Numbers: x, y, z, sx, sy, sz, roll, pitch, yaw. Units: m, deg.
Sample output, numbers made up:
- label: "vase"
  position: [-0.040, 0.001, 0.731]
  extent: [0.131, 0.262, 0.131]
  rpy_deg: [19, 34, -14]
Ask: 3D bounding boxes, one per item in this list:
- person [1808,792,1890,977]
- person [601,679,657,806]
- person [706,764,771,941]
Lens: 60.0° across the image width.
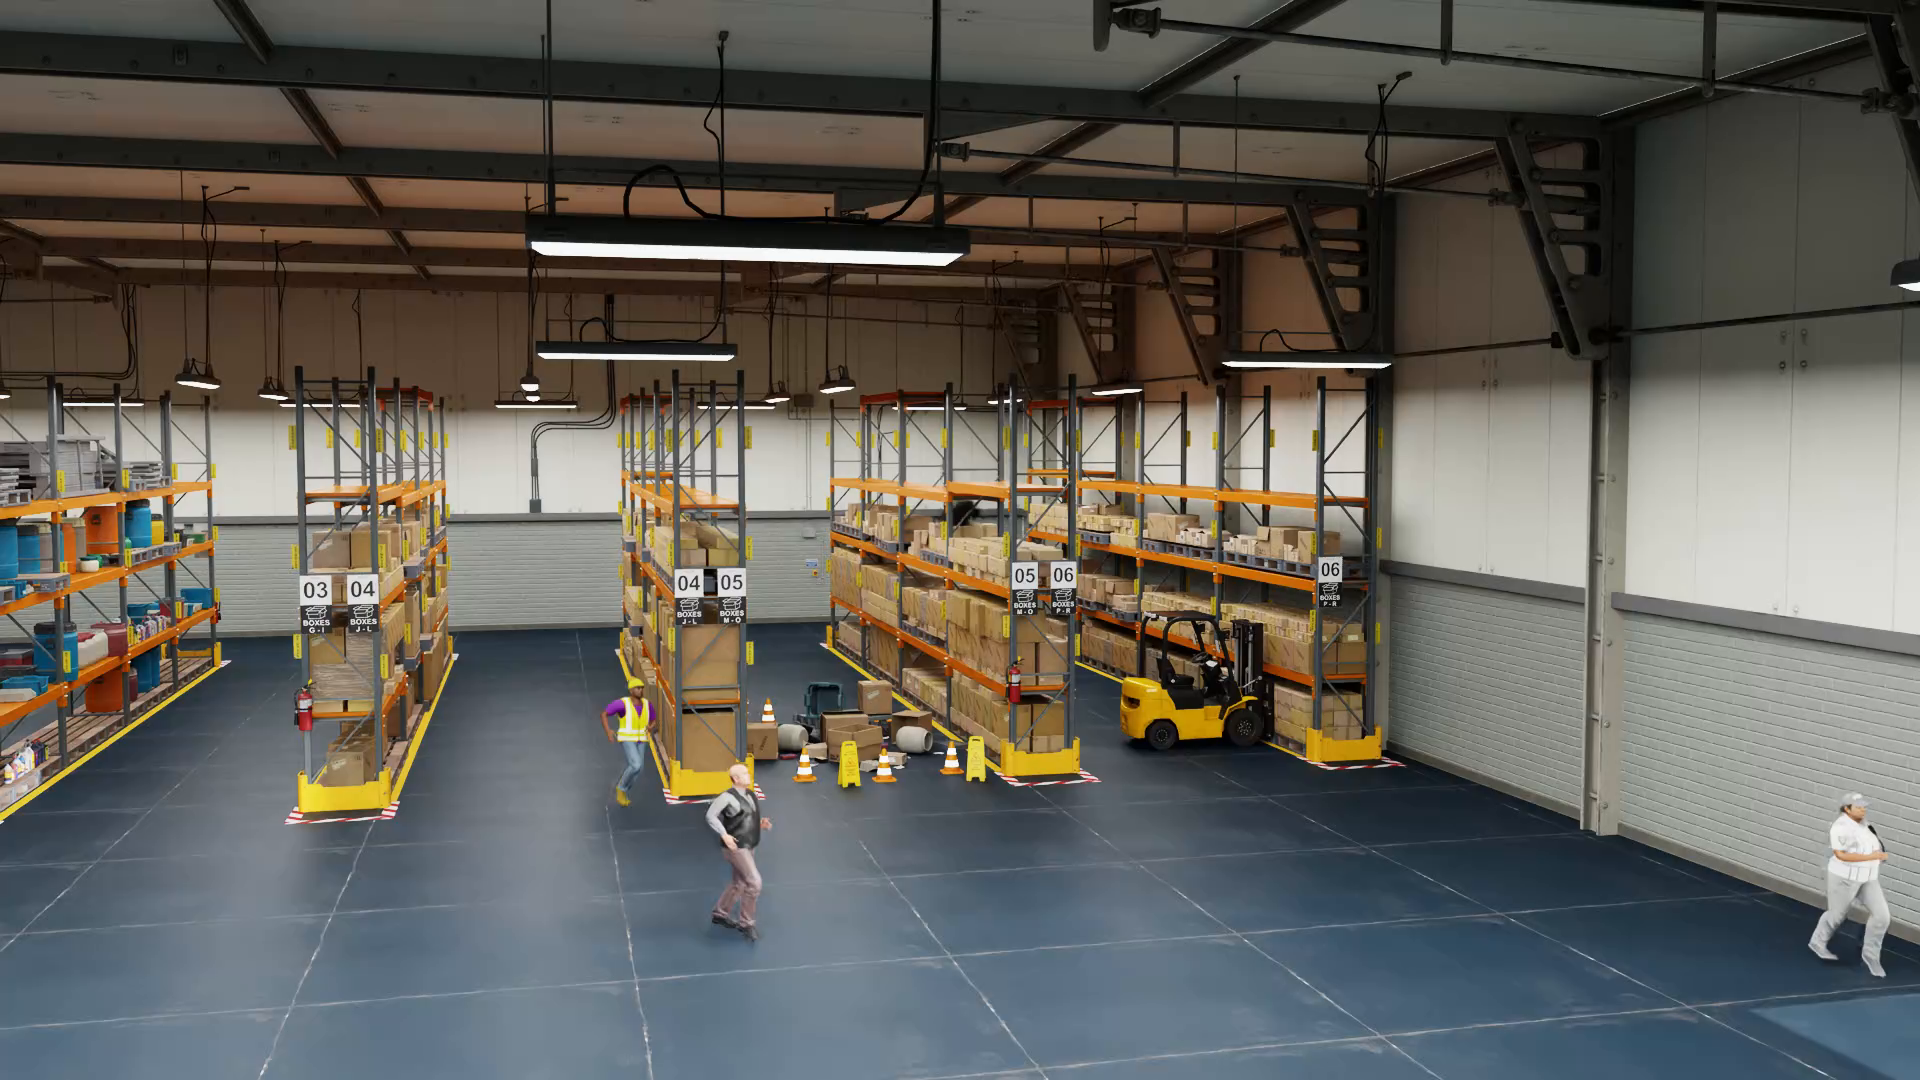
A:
- label: "person"
  position: [8.434, 3.239, 15.725]
  extent: [0.576, 1.730, 0.746]
  rpy_deg: [-1, 4, -21]
- label: "person"
  position: [-4.483, 2.771, 22.876]
  extent: [0.609, 1.722, 0.714]
  rpy_deg: [3, 5, 42]
- label: "person"
  position: [-2.228, 3.156, 16.807]
  extent: [0.675, 1.791, 0.658]
  rpy_deg: [1, 4, 17]
